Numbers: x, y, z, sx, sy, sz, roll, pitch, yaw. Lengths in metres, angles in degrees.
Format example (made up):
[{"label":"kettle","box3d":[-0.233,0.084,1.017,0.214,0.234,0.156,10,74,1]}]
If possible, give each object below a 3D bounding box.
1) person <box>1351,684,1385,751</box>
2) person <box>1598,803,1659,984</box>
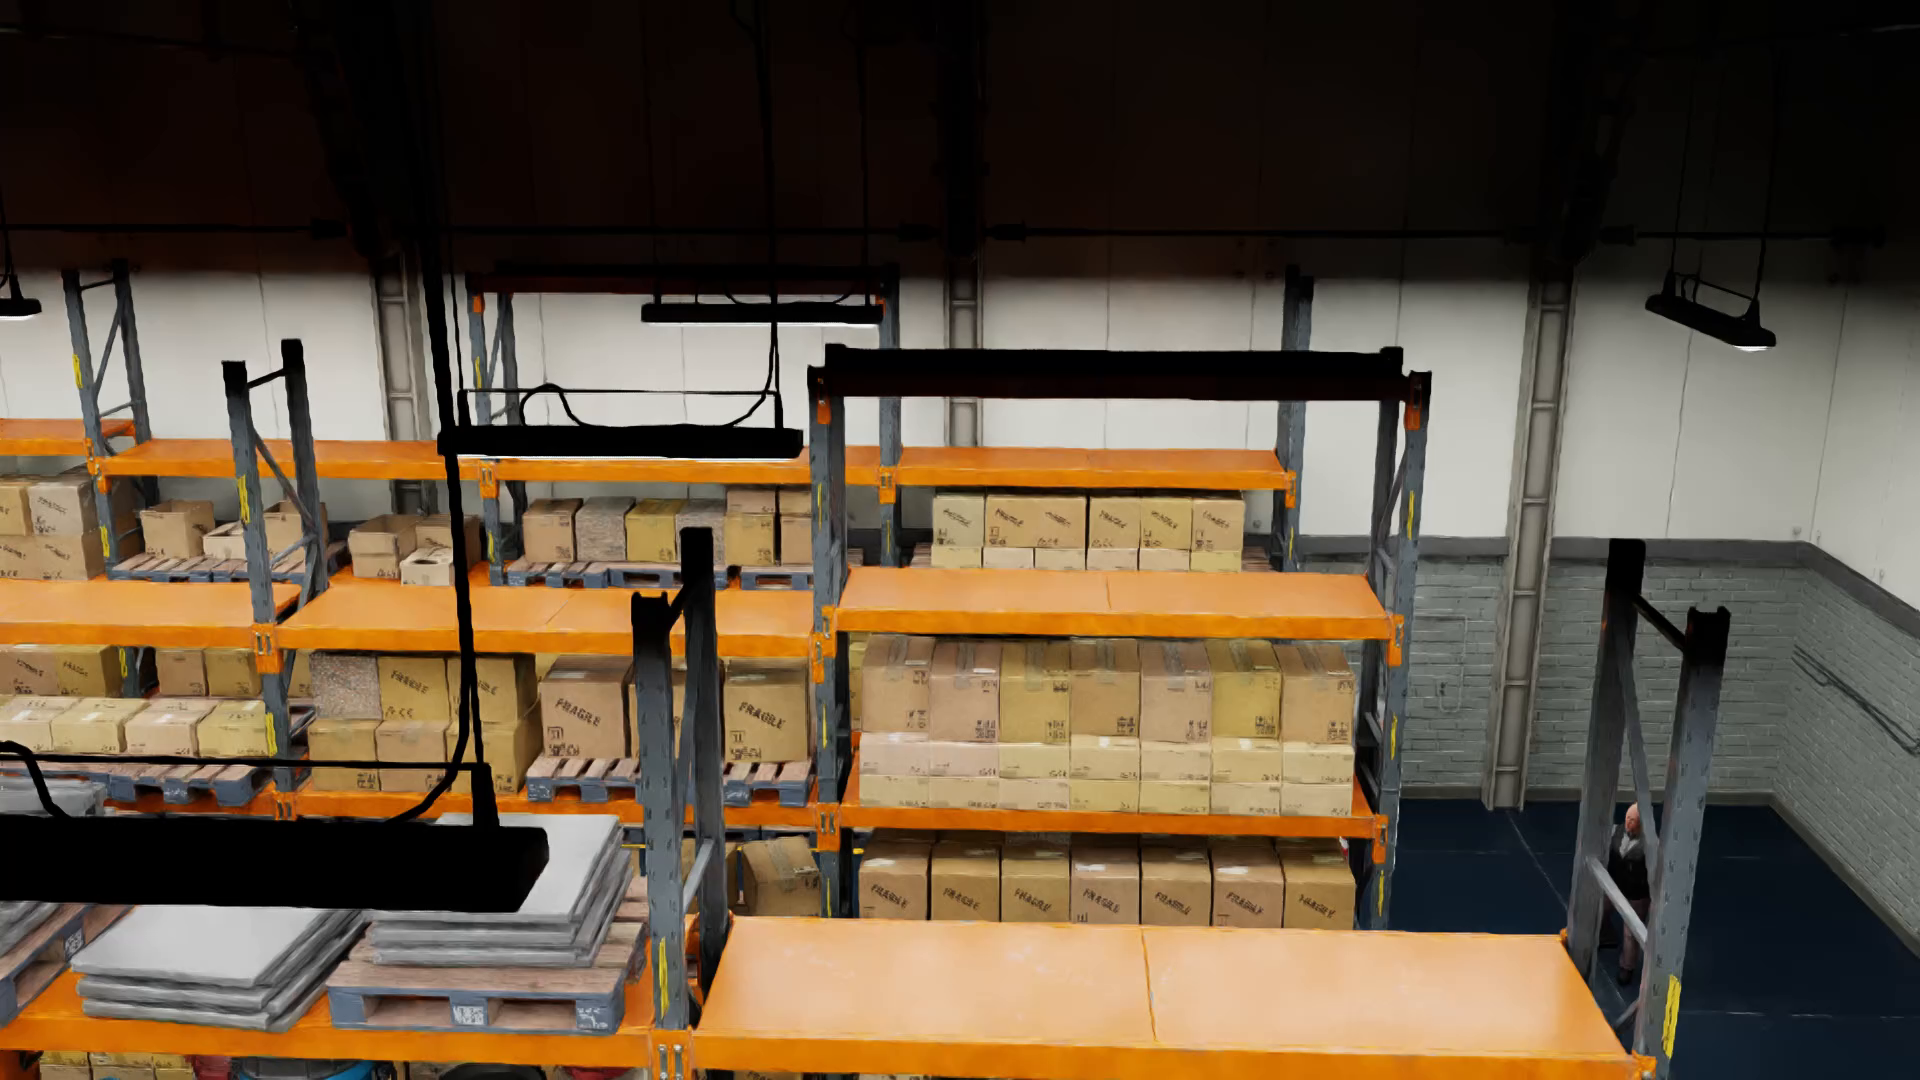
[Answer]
[{"label":"person","box3d":[4.352,2.224,17.972,0.481,1.677,0.520,13,21,38]},{"label":"person","box3d":[5.936,3.090,14.891,0.515,1.712,0.712,-12,20,-36]}]
